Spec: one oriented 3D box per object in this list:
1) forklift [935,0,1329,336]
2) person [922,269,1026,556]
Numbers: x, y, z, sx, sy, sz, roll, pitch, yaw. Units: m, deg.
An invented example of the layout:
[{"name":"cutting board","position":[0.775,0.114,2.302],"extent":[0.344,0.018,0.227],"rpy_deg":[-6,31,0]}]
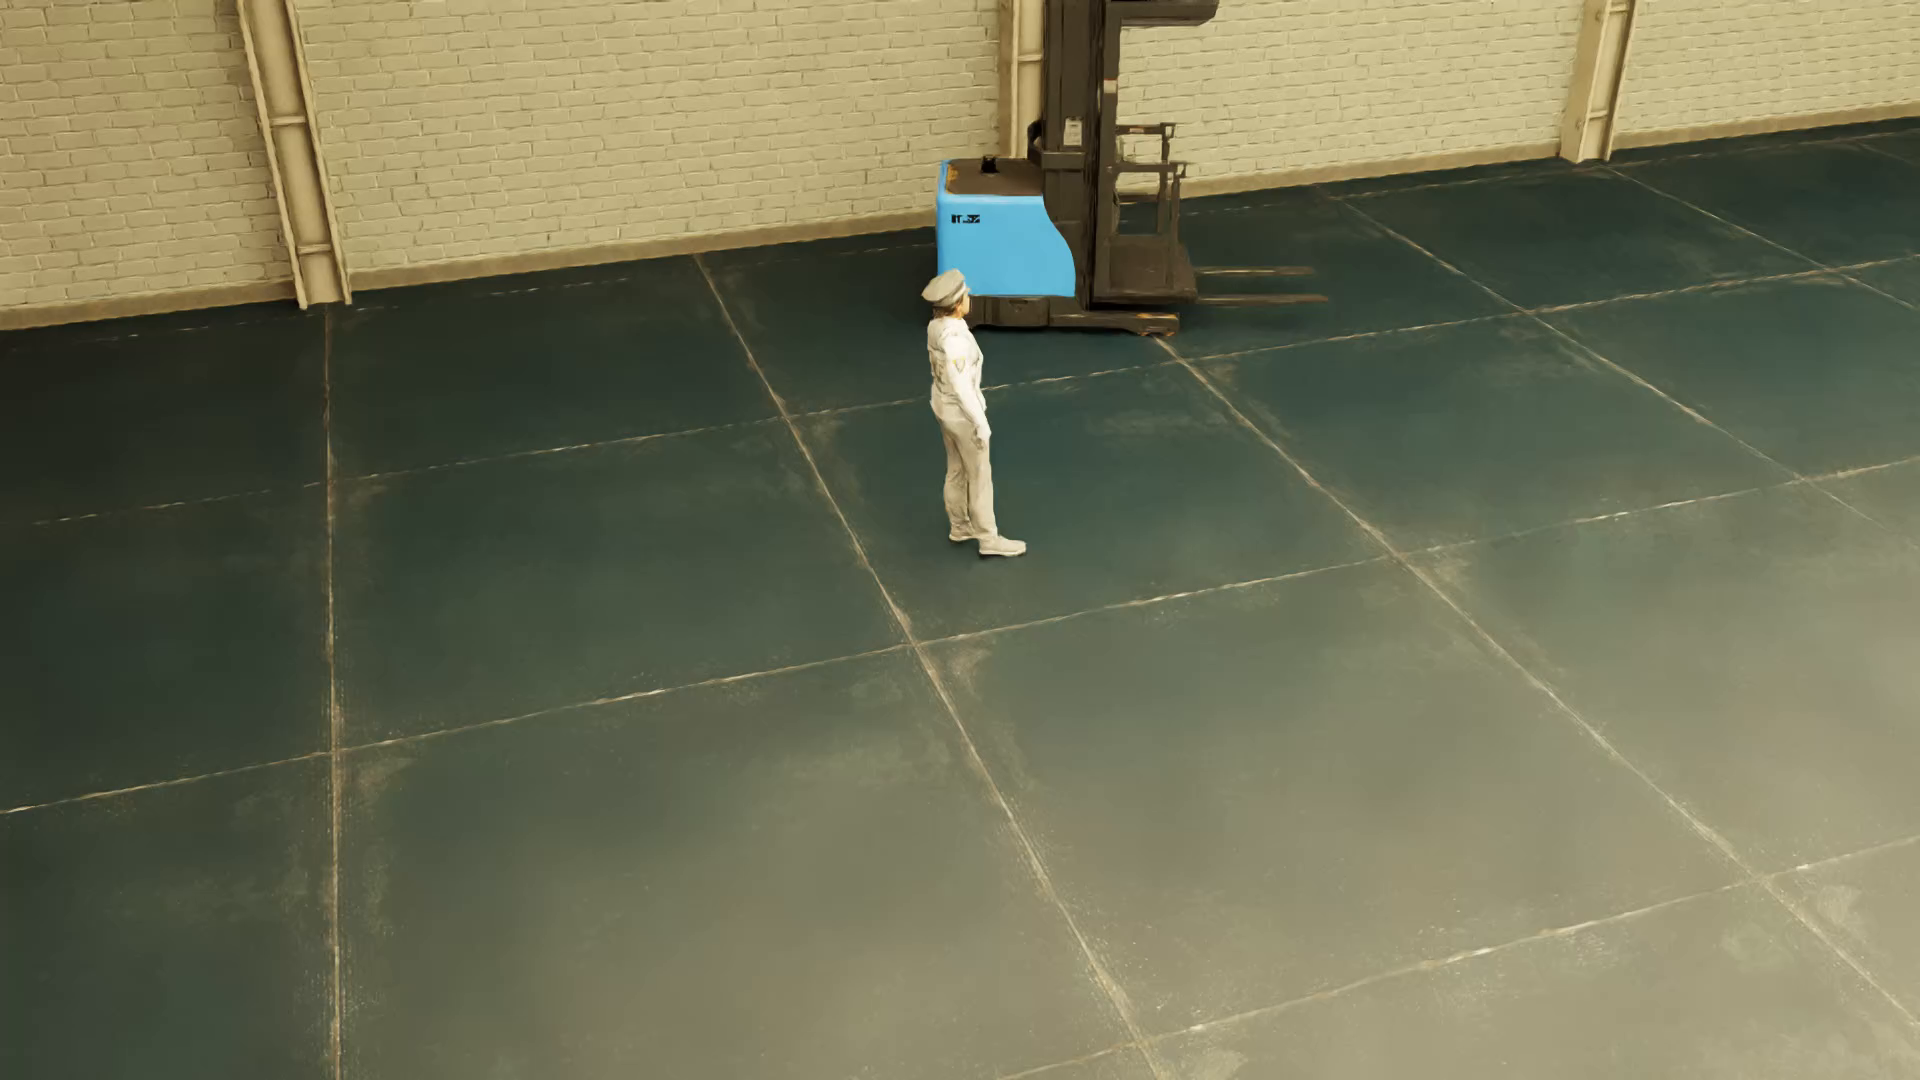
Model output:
[{"name":"forklift","position":[1.335,-3.106,12.485],"extent":[3.031,2.935,1.130],"rpy_deg":[1,30,1]},{"name":"person","position":[0.066,-0.748,9.612],"extent":[0.532,1.695,0.586],"rpy_deg":[-10,31,-16]}]
